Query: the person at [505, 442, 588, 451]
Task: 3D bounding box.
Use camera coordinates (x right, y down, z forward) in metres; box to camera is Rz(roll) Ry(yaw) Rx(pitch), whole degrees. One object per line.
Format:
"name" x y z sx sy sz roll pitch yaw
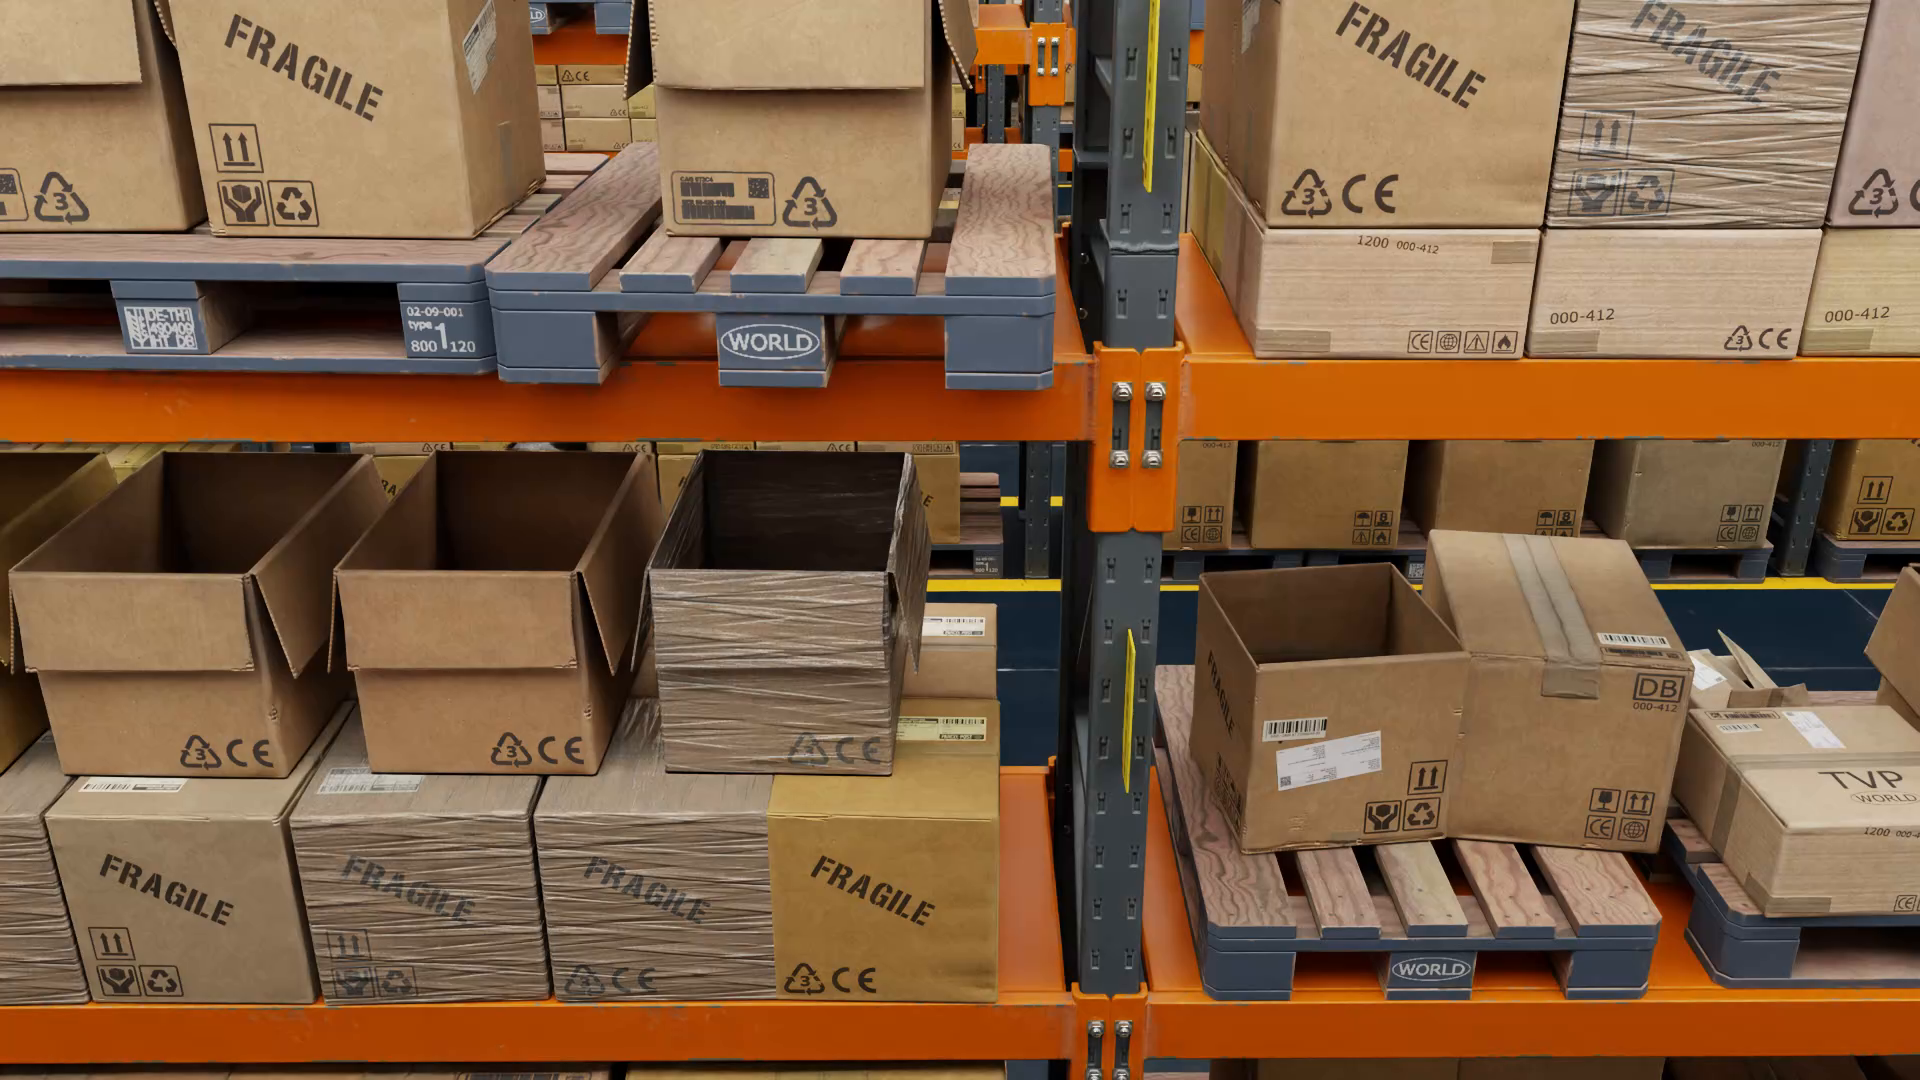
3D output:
"person" -1.706 0.058 6.953 0.551 1.709 0.540 2 24 5
